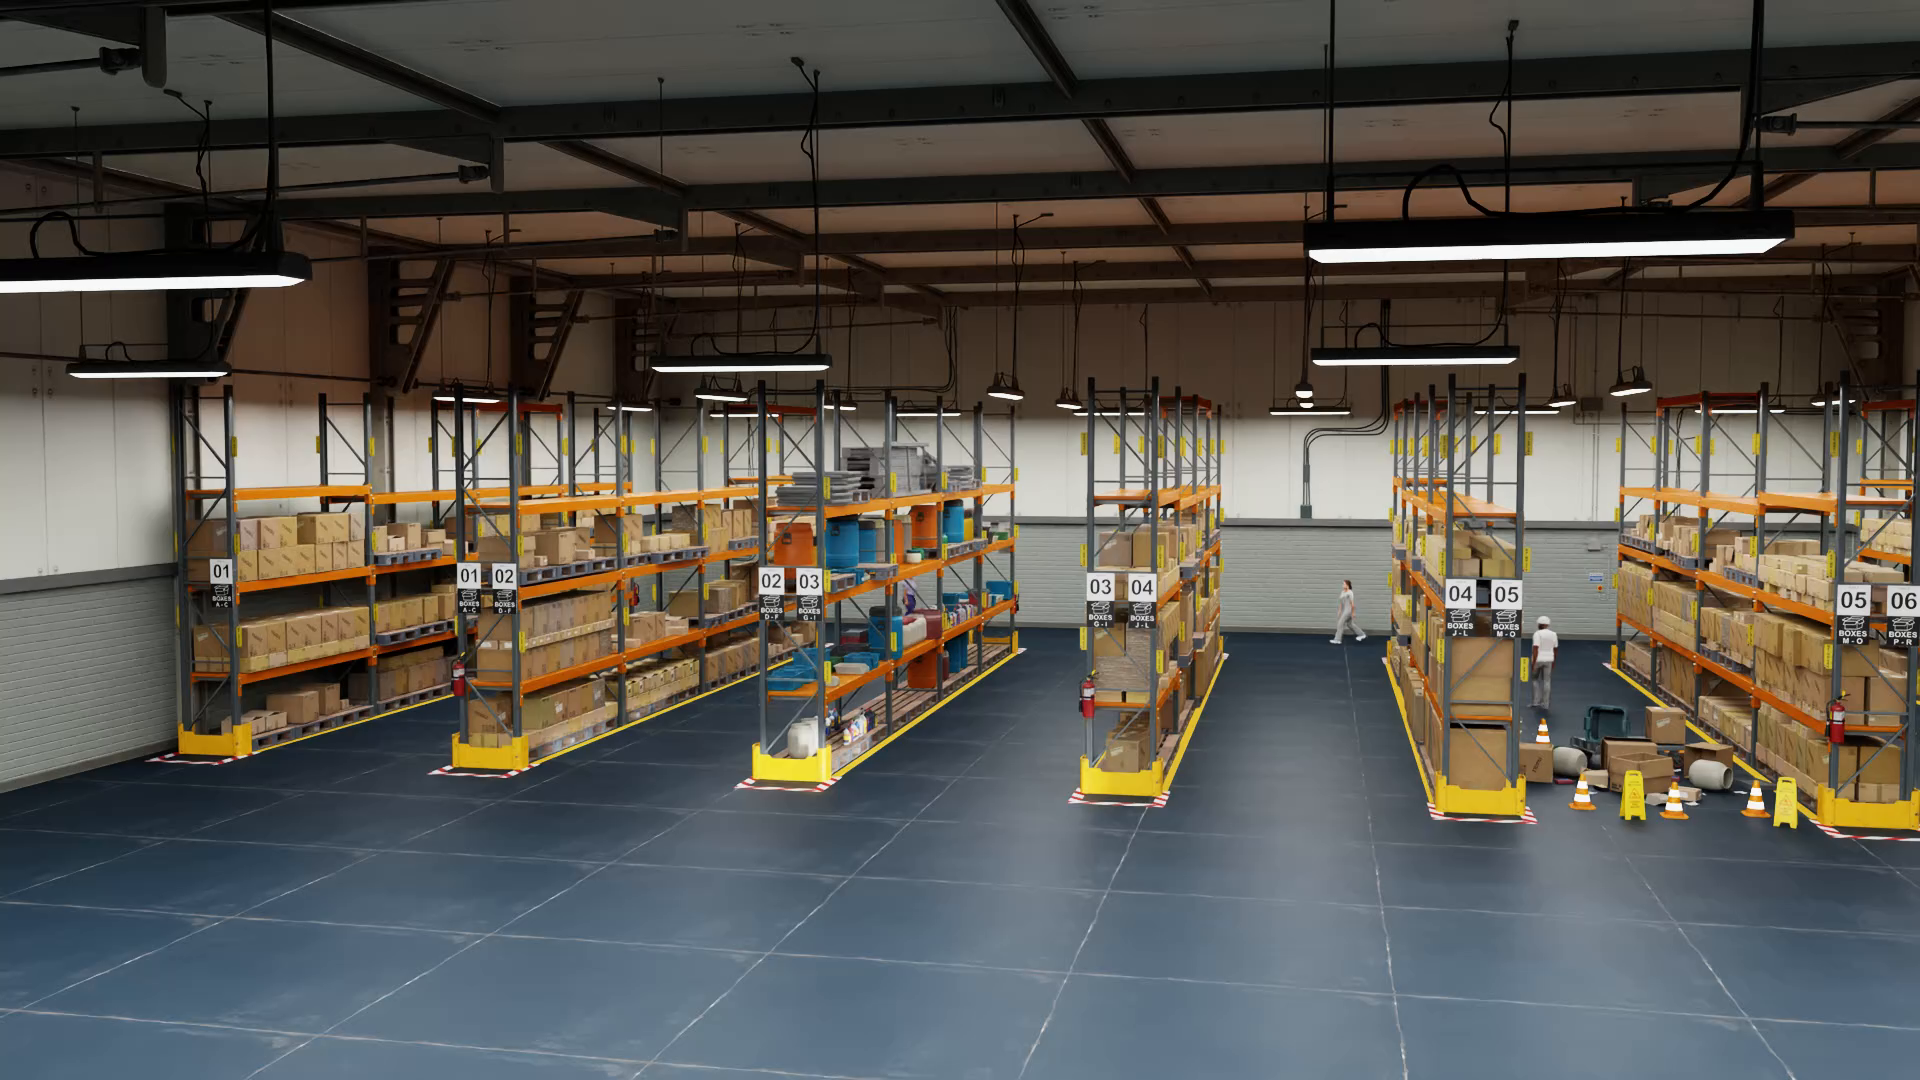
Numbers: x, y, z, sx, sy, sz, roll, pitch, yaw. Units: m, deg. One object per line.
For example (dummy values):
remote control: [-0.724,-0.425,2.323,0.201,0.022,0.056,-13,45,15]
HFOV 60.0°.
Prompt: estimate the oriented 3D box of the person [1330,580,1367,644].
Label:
person: [9.870,1.815,42.261,1.000,1.628,0.438,0,3,-7]

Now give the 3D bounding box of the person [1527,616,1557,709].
person: [11.180,2.366,31.808,0.534,1.809,0.602,0,3,6]

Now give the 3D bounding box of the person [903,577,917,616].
person: [-1.341,1.652,45.183,0.416,1.669,0.508,1,3,13]
